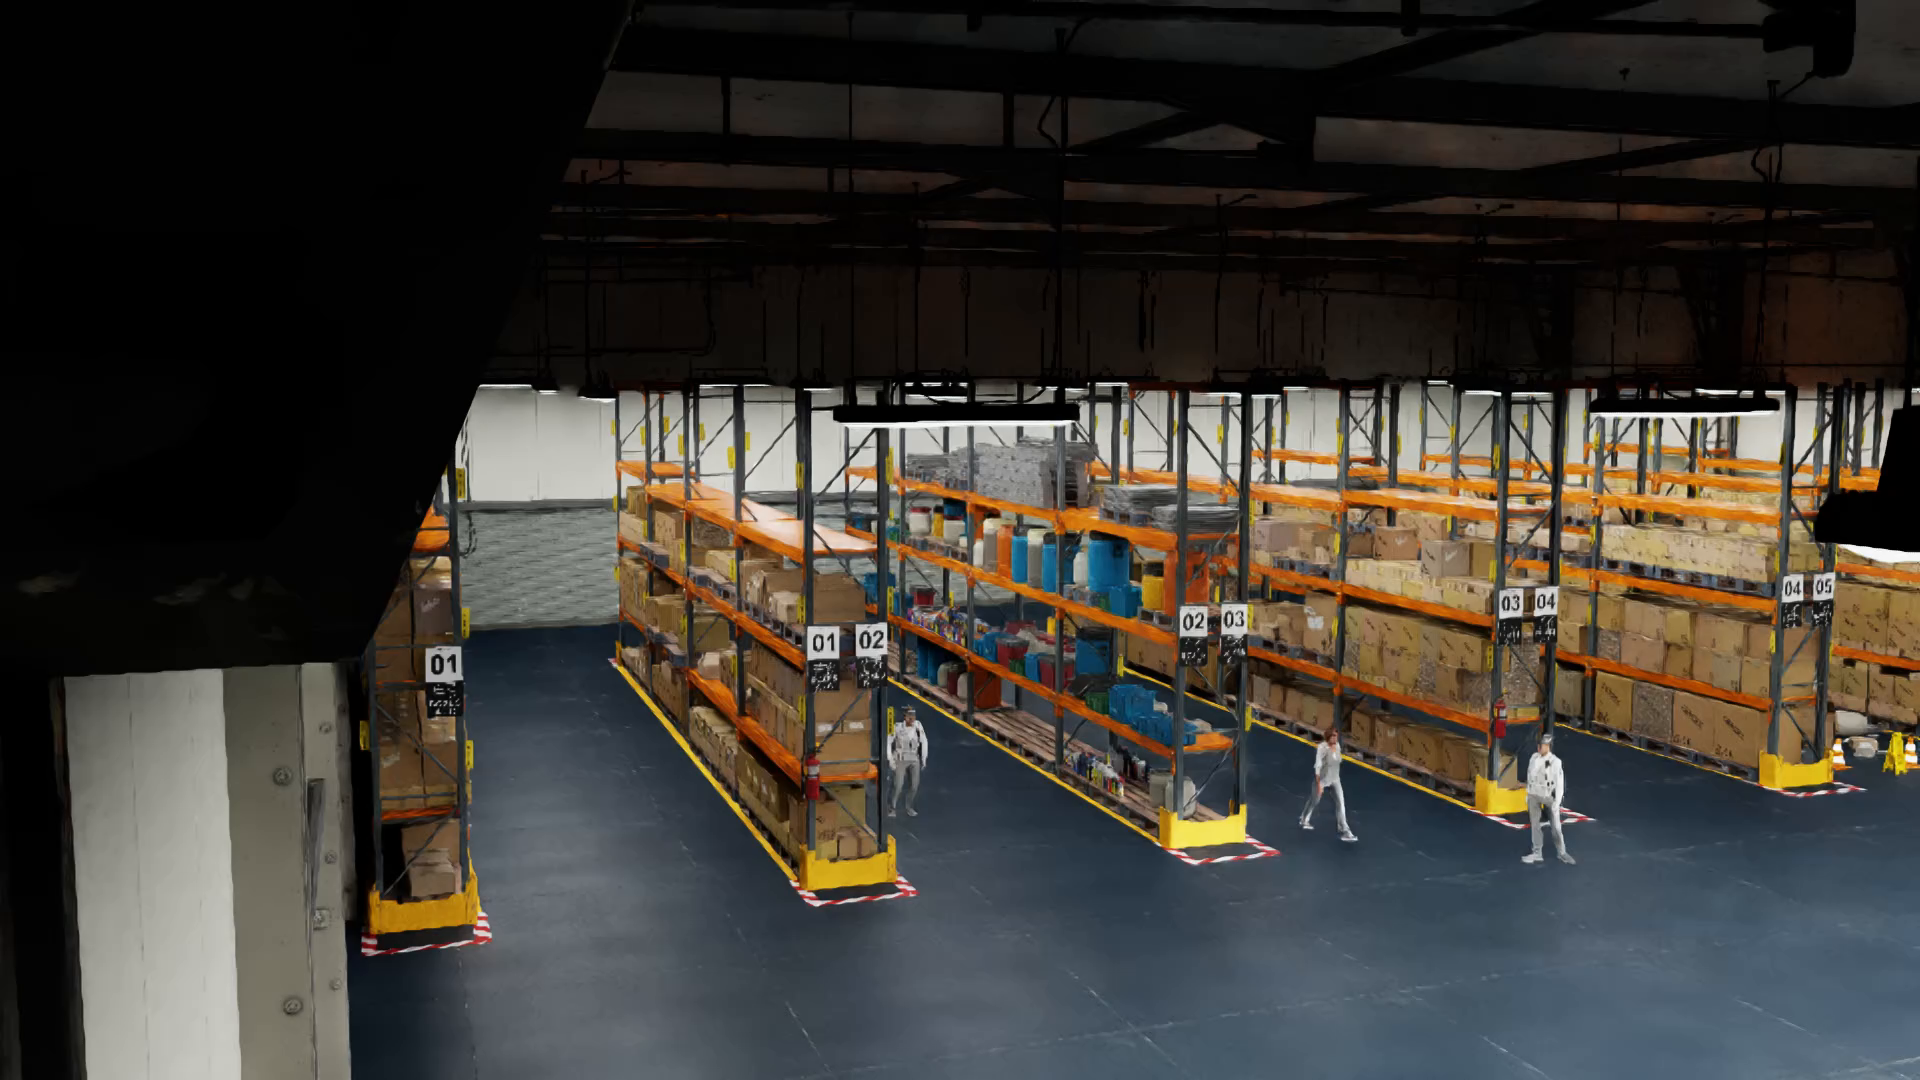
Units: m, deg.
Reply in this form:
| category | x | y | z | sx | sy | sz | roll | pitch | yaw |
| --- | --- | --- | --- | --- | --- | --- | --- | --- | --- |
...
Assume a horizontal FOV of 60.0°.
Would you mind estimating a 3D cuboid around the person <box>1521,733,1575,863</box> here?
| category | x | y | z | sx | sy | sz | roll | pitch | yaw |
| --- | --- | --- | --- | --- | --- | --- | --- | --- | --- |
| person | 7.490 | 3.279 | 21.131 | 0.648 | 1.670 | 0.478 | 6 | 8 | 45 |

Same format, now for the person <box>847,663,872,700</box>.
| category | x | y | z | sx | sy | sz | roll | pitch | yaw |
| --- | --- | --- | --- | --- | --- | --- | --- | --- | --- |
| person | -1.757 | 2.607 | 28.070 | 0.566 | 1.541 | 0.519 | -2 | 7 | -22 |

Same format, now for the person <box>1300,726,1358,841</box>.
| category | x | y | z | sx | sy | sz | roll | pitch | yaw |
| --- | --- | --- | --- | --- | --- | --- | --- | --- | --- |
| person | 4.906 | 3.212 | 22.231 | 0.419 | 1.514 | 1.038 | -2 | 6 | -22 |

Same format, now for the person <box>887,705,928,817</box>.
| category | x | y | z | sx | sy | sz | roll | pitch | yaw |
| --- | --- | --- | --- | --- | --- | --- | --- | --- | --- |
| person | -0.755 | 3.074 | 23.237 | 0.639 | 1.632 | 0.511 | -2 | 6 | -21 |
